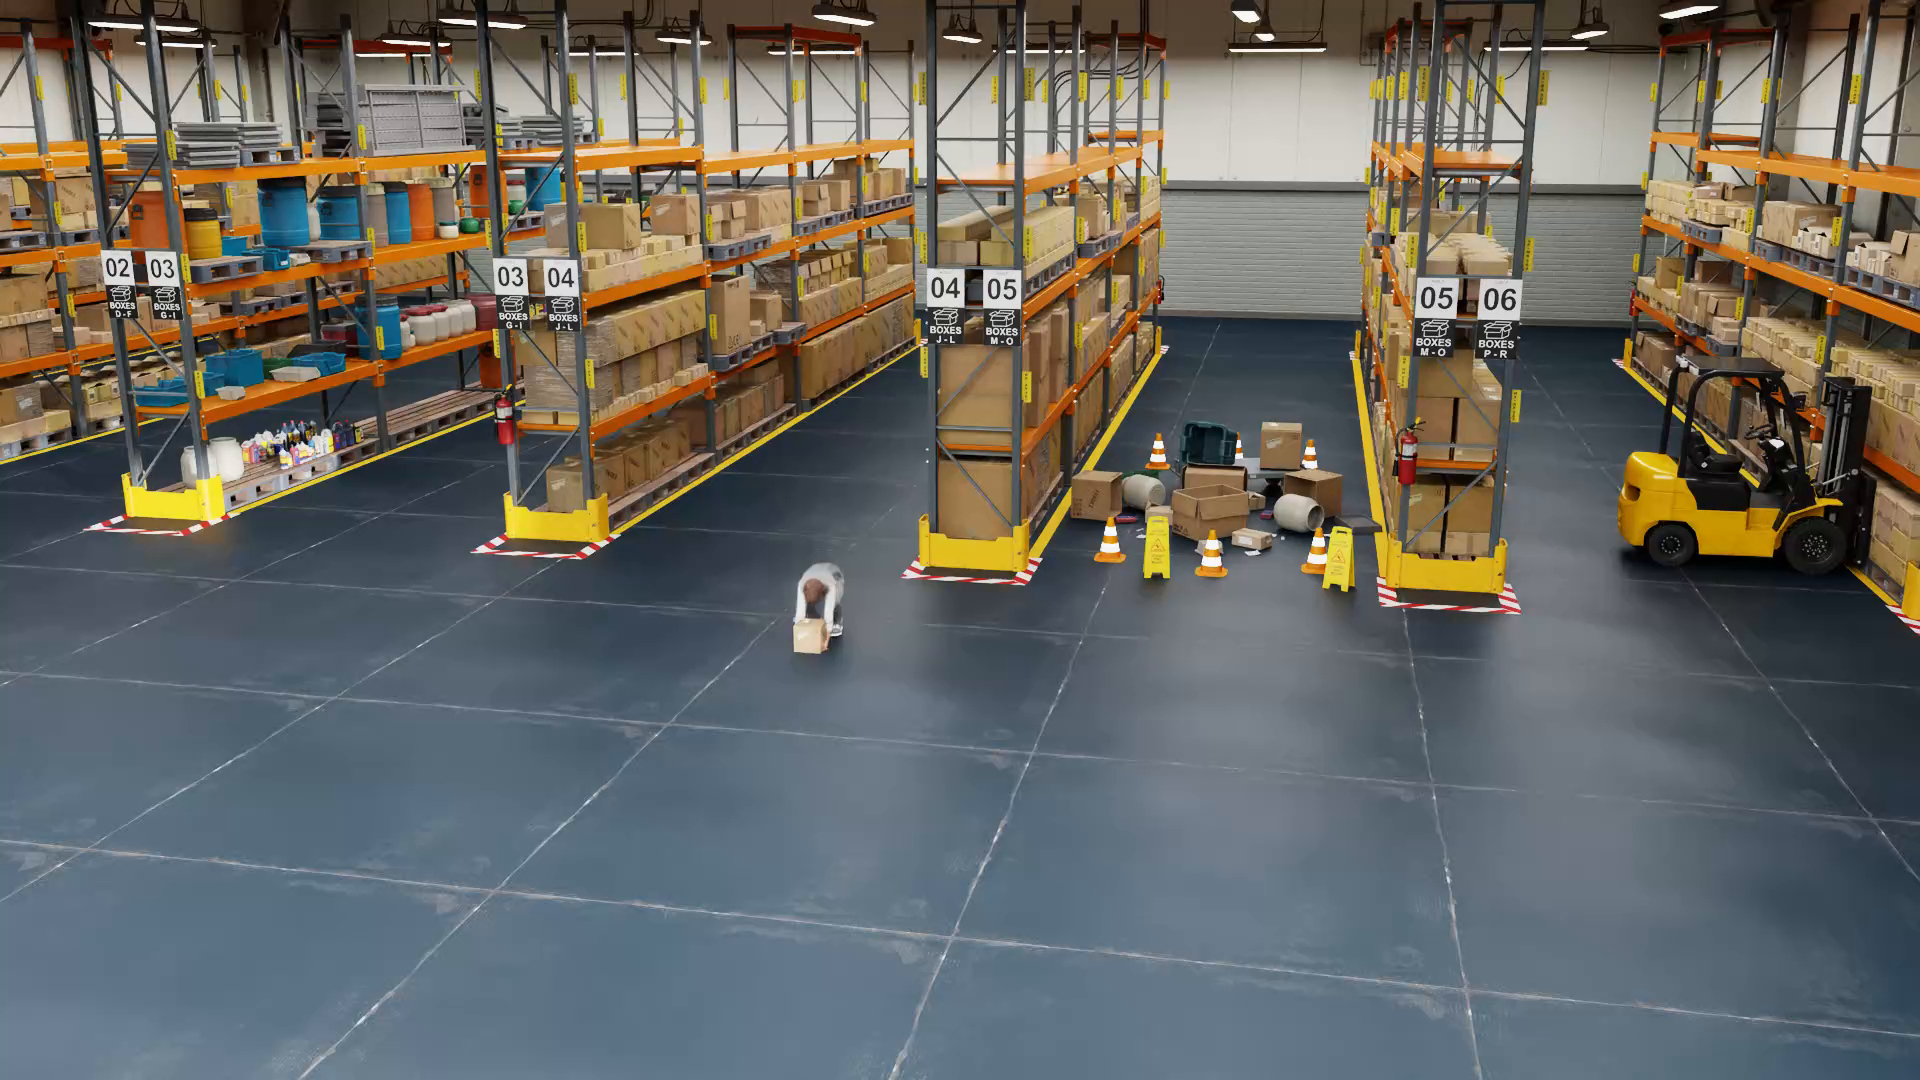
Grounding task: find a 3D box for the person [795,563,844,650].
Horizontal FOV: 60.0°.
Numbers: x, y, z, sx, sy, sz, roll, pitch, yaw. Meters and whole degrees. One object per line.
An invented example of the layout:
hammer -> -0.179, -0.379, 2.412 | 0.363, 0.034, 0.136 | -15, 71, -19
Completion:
person -> -1.312, 0.603, 15.588 | 0.420, 0.715, 0.869 | 3, 15, 10
